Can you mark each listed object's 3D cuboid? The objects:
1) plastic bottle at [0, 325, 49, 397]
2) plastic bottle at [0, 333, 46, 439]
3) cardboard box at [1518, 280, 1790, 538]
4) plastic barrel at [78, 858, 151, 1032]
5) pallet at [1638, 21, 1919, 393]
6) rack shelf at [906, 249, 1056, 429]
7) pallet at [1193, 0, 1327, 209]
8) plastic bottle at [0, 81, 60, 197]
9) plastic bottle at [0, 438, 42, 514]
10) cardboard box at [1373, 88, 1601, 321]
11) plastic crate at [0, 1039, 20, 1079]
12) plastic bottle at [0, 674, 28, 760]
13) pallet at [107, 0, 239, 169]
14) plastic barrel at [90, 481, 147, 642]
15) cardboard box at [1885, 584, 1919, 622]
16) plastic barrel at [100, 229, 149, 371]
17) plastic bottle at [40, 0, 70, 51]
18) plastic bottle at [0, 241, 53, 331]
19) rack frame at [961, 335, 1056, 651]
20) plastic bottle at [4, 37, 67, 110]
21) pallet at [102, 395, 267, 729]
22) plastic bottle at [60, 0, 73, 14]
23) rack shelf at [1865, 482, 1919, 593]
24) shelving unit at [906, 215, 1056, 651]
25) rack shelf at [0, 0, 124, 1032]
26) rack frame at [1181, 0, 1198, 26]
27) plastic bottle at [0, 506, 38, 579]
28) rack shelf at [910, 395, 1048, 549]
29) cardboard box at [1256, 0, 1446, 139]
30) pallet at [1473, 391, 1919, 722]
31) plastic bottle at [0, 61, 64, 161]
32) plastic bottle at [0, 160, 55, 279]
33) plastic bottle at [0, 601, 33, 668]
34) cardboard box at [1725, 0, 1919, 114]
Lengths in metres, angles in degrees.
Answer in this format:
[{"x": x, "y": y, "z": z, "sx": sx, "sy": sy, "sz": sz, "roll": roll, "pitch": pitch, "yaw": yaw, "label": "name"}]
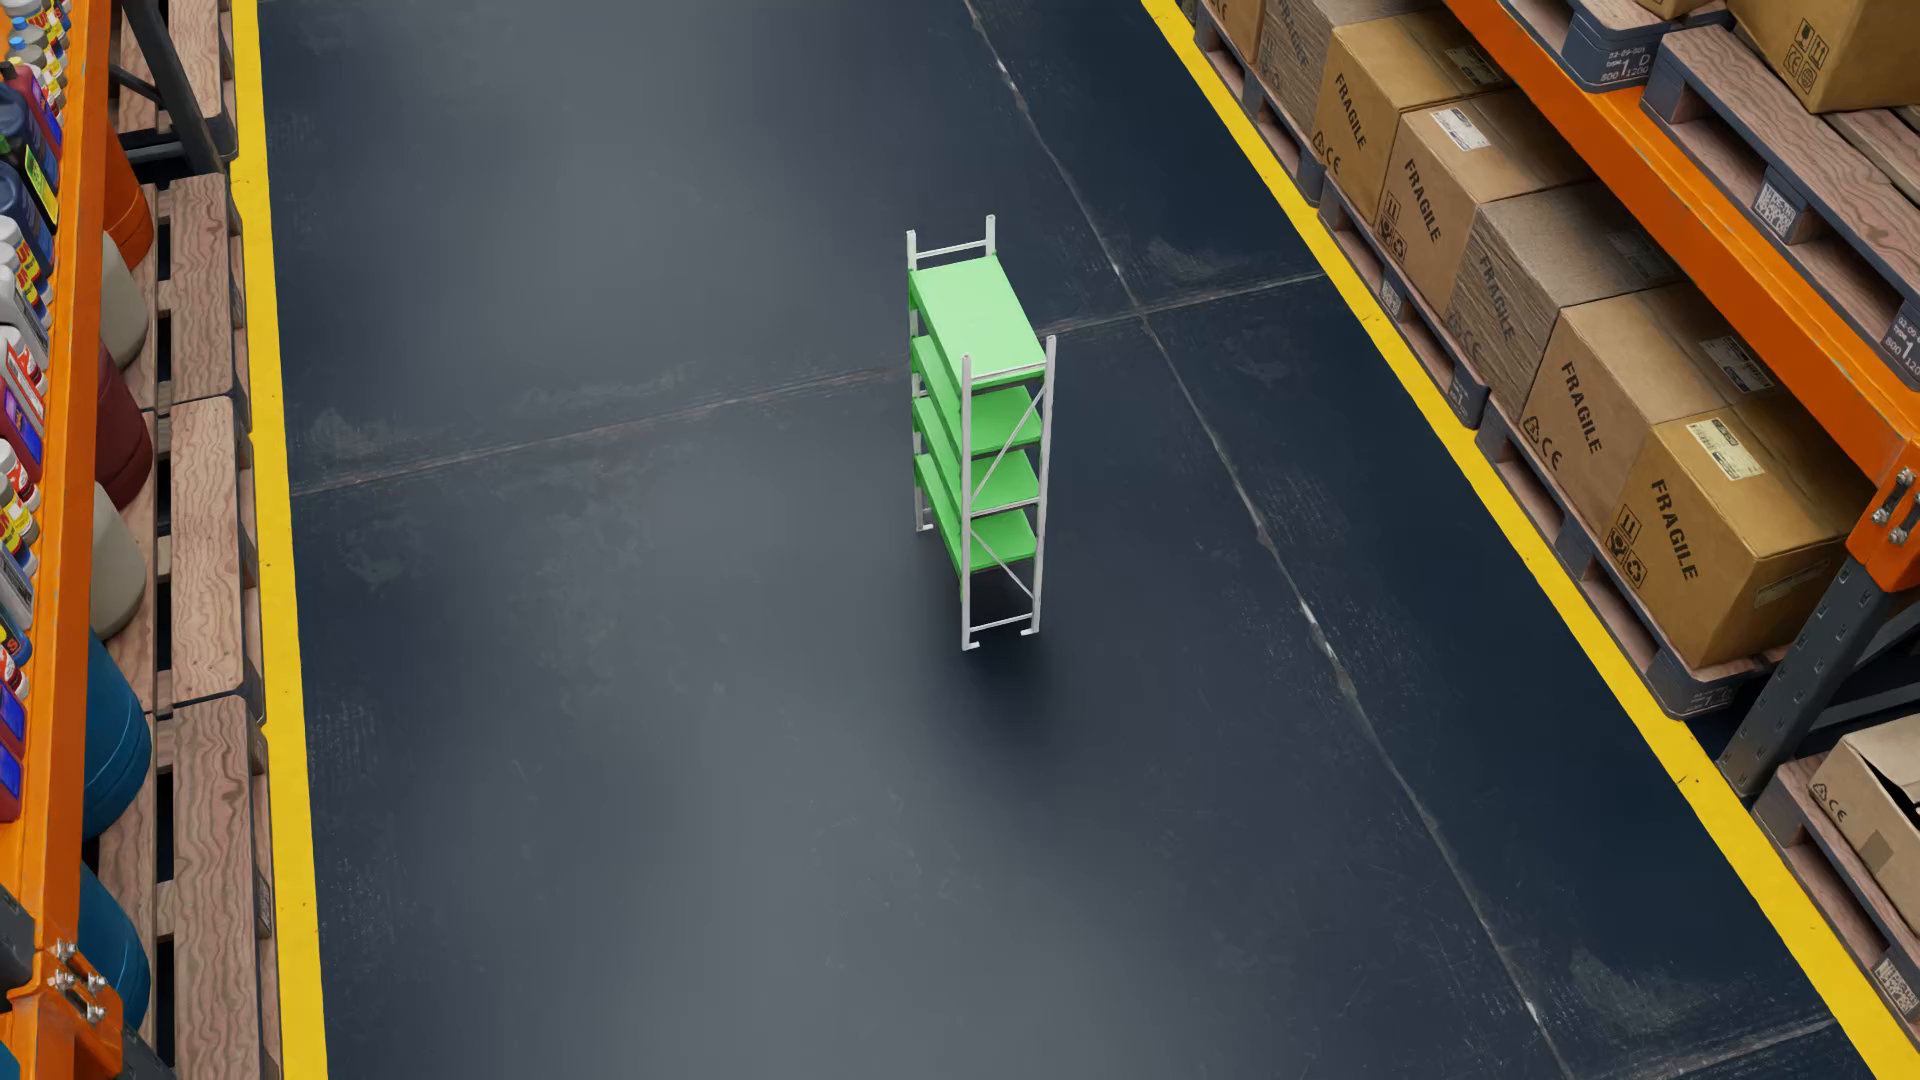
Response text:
[{"x": -2.155, "y": -0.411, "z": 3.764, "sx": 0.097, "sy": 0.201, "sz": 0.097, "roll": 0, "pitch": 50, "yaw": 0, "label": "plastic bottle"}, {"x": -2.147, "y": -0.344, "z": 3.659, "sx": 0.152, "sy": 0.276, "sz": 0.135, "roll": -13, "pitch": 51, "yaw": -11, "label": "plastic bottle"}, {"x": 2.075, "y": -0.395, "z": 4.968, "sx": 0.500, "sy": 0.500, "sz": 0.500, "roll": -13, "pitch": 51, "yaw": -11, "label": "cardboard box"}, {"x": -2.245, "y": 0.856, "z": 3.664, "sx": 0.600, "sy": 0.901, "sz": 0.708, "roll": -13, "pitch": 51, "yaw": -11, "label": "plastic barrel"}, {"x": 2.501, "y": -0.947, "z": 4.212, "sx": 1.003, "sy": 0.211, "sz": 1.213, "roll": -13, "pitch": 51, "yaw": -11, "label": "pallet"}, {"x": 0.049, "y": -0.534, "z": 4.371, "sx": 0.258, "sy": 0.148, "sz": 0.480, "roll": -13, "pitch": 51, "yaw": -11, "label": "rack shelf"}, {"x": 1.634, "y": -1.869, "z": 6.688, "sx": 1.003, "sy": 0.211, "sz": 1.213, "roll": -13, "pitch": 51, "yaw": -11, "label": "pallet"}, {"x": -2.411, "y": -1.029, "z": 4.188, "sx": 0.144, "sy": 0.351, "sz": 0.185, "roll": -13, "pitch": 51, "yaw": -11, "label": "plastic bottle"}, {"x": -2.047, "y": -0.144, "z": 3.539, "sx": 0.097, "sy": 0.201, "sz": 0.097, "roll": 0, "pitch": 50, "yaw": 0, "label": "plastic bottle"}, {"x": 1.774, "y": -1.132, "z": 5.590, "sx": 0.500, "sy": 0.500, "sz": 0.500, "roll": -15, "pitch": 51, "yaw": -12, "label": "cardboard box"}, {"x": -1.636, "y": 0.966, "z": 2.445, "sx": 0.392, "sy": 0.384, "sz": 0.575, "roll": -13, "pitch": 51, "yaw": -11, "label": "plastic crate"}, {"x": -1.841, "y": 0.293, "z": 3.118, "sx": 0.061, "sy": 0.283, "sz": 0.133, "roll": -13, "pitch": 51, "yaw": -11, "label": "plastic bottle"}, {"x": -3.475, "y": -1.881, "z": 6.697, "sx": 1.003, "sy": 0.211, "sz": 1.213, "roll": -13, "pitch": 51, "yaw": -11, "label": "pallet"}, {"x": -2.536, "y": 0.032, "z": 4.613, "sx": 0.421, "sy": 0.512, "sz": 0.421, "roll": 0, "pitch": 50, "yaw": 0, "label": "plastic barrel"}, {"x": 2.722, "y": -0.145, "z": 4.758, "sx": 0.500, "sy": 0.500, "sz": 0.500, "roll": -15, "pitch": 52, "yaw": -13, "label": "cardboard box"}, {"x": -2.870, "y": -0.793, "z": 5.309, "sx": 0.421, "sy": 0.512, "sz": 0.421, "roll": 0, "pitch": 50, "yaw": 0, "label": "plastic barrel"}, {"x": -2.585, "y": -1.472, "z": 4.659, "sx": 0.097, "sy": 0.201, "sz": 0.097, "roll": 0, "pitch": 50, "yaw": 0, "label": "plastic bottle"}, {"x": -2.224, "y": -0.603, "z": 3.880, "sx": 0.097, "sy": 0.271, "sz": 0.097, "roll": 0, "pitch": 50, "yaw": 0, "label": "plastic bottle"}, {"x": 0.121, "y": -0.088, "z": 4.539, "sx": 0.240, "sy": 1.200, "sz": 0.015, "roll": -13, "pitch": 51, "yaw": -11, "label": "rack frame"}, {"x": -2.498, "y": -1.258, "z": 4.479, "sx": 0.097, "sy": 0.201, "sz": 0.097, "roll": 0, "pitch": 50, "yaw": 0, "label": "plastic bottle"}, {"x": -2.653, "y": 0.150, "z": 4.986, "sx": 1.003, "sy": 0.211, "sz": 1.213, "roll": -13, "pitch": 51, "yaw": -11, "label": "pallet"}, {"x": -2.642, "y": -1.614, "z": 4.778, "sx": 0.097, "sy": 0.201, "sz": 0.097, "roll": 0, "pitch": 50, "yaw": 0, "label": "plastic bottle"}, {"x": 3.224, "y": 1.292, "z": 2.669, "sx": 1.077, "sy": 0.370, "sz": 4.000, "roll": -13, "pitch": 51, "yaw": -11, "label": "rack shelf"}, {"x": 0.049, "y": -0.266, "z": 4.689, "sx": 0.258, "sy": 1.200, "sz": 0.503, "roll": -13, "pitch": 51, "yaw": -11, "label": "shelving unit"}, {"x": -2.692, "y": -0.512, "z": 4.190, "sx": 1.077, "sy": 0.370, "sz": 4.000, "roll": -13, "pitch": 51, "yaw": -11, "label": "rack shelf"}, {"x": 1.450, "y": -3.322, "z": 6.089, "sx": 1.000, "sy": 3.000, "sz": 0.127, "roll": -13, "pitch": 51, "yaw": -11, "label": "rack frame"}, {"x": -1.989, "y": -0.024, "z": 3.393, "sx": 0.097, "sy": 0.271, "sz": 0.097, "roll": 0, "pitch": 50, "yaw": 0, "label": "plastic bottle"}, {"x": 0.049, "y": -0.225, "z": 4.738, "sx": 0.258, "sy": 0.148, "sz": 0.480, "roll": -13, "pitch": 51, "yaw": -11, "label": "rack shelf"}, {"x": 1.472, "y": -1.880, "z": 6.220, "sx": 0.500, "sy": 0.500, "sz": 0.500, "roll": -15, "pitch": 51, "yaw": -12, "label": "cardboard box"}, {"x": 2.356, "y": -0.087, "z": 5.186, "sx": 1.003, "sy": 0.211, "sz": 1.213, "roll": -13, "pitch": 51, "yaw": -11, "label": "pallet"}, {"x": -2.418, "y": -1.133, "z": 4.320, "sx": 0.061, "sy": 0.283, "sz": 0.133, "roll": -13, "pitch": 51, "yaw": -11, "label": "plastic bottle"}, {"x": -2.317, "y": -0.797, "z": 3.992, "sx": 0.144, "sy": 0.351, "sz": 0.185, "roll": -13, "pitch": 51, "yaw": -11, "label": "plastic bottle"}, {"x": -1.921, "y": 0.145, "z": 3.250, "sx": 0.097, "sy": 0.271, "sz": 0.097, "roll": 0, "pitch": 50, "yaw": 0, "label": "plastic bottle"}, {"x": 2.442, "y": -1.453, "z": 4.173, "sx": 0.700, "sy": 0.500, "sz": 0.500, "roll": -6, "pitch": 50, "yaw": -5, "label": "cardboard box"}]
